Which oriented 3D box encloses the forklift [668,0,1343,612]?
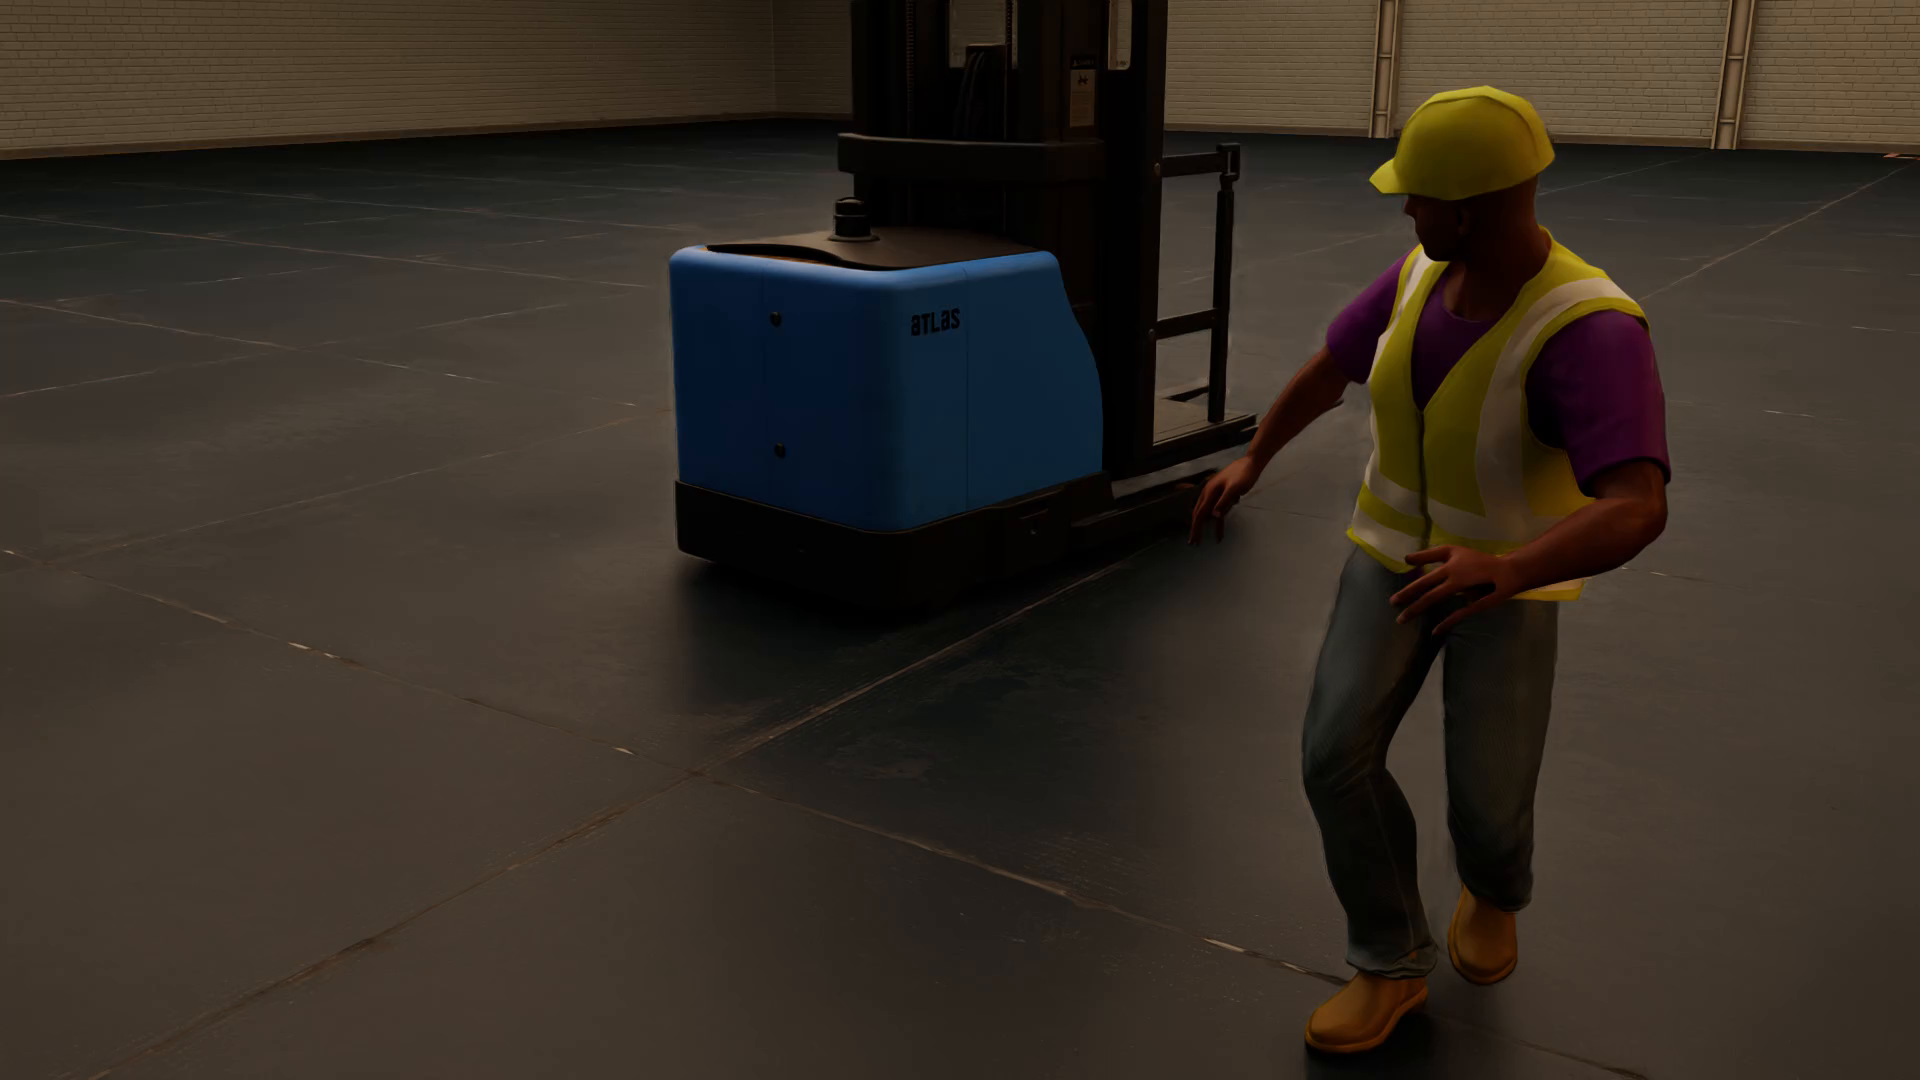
[{"bbox_3d":[0.403,-1.536,5.968,1.130,2.935,3.031,14,22,40],"label":"forklift"}]

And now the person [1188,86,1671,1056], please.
[{"bbox_3d":[0.748,0.069,2.849,0.817,1.638,0.910,-16,23,-43],"label":"person"}]
